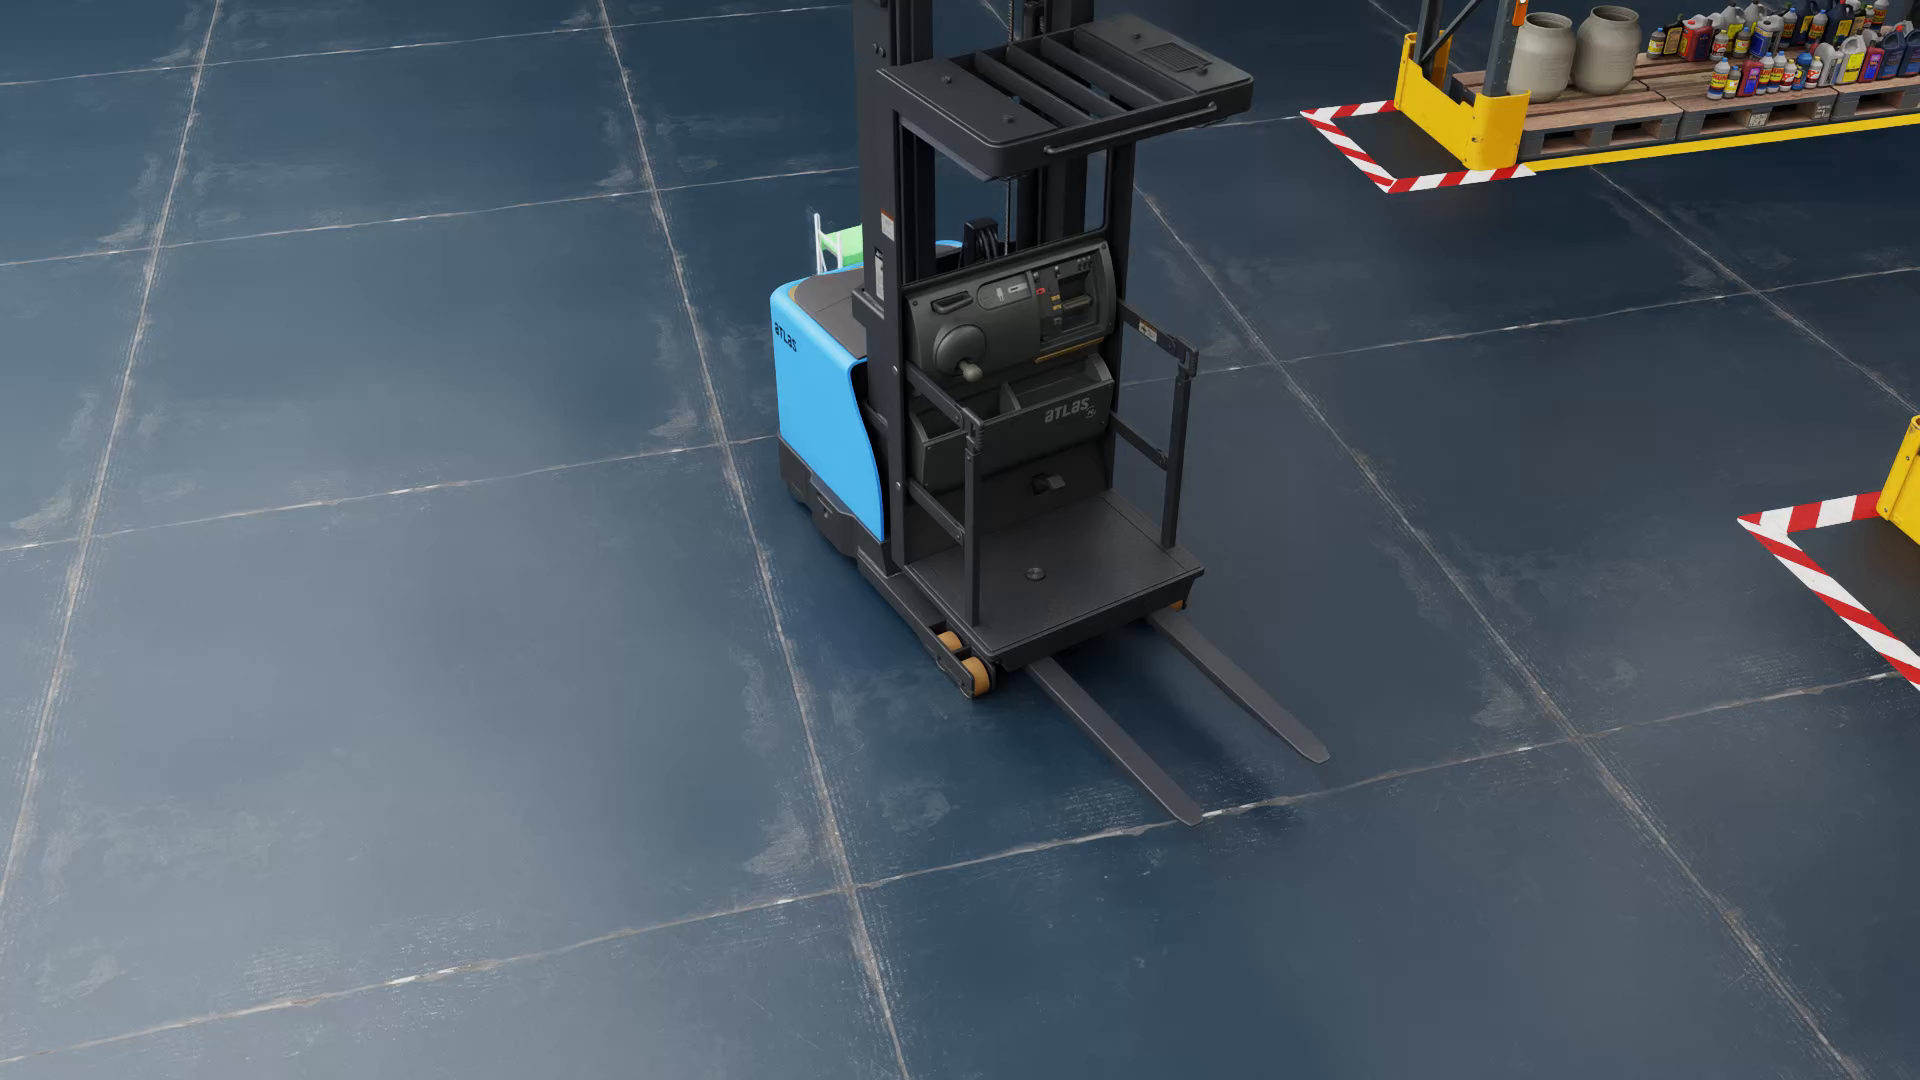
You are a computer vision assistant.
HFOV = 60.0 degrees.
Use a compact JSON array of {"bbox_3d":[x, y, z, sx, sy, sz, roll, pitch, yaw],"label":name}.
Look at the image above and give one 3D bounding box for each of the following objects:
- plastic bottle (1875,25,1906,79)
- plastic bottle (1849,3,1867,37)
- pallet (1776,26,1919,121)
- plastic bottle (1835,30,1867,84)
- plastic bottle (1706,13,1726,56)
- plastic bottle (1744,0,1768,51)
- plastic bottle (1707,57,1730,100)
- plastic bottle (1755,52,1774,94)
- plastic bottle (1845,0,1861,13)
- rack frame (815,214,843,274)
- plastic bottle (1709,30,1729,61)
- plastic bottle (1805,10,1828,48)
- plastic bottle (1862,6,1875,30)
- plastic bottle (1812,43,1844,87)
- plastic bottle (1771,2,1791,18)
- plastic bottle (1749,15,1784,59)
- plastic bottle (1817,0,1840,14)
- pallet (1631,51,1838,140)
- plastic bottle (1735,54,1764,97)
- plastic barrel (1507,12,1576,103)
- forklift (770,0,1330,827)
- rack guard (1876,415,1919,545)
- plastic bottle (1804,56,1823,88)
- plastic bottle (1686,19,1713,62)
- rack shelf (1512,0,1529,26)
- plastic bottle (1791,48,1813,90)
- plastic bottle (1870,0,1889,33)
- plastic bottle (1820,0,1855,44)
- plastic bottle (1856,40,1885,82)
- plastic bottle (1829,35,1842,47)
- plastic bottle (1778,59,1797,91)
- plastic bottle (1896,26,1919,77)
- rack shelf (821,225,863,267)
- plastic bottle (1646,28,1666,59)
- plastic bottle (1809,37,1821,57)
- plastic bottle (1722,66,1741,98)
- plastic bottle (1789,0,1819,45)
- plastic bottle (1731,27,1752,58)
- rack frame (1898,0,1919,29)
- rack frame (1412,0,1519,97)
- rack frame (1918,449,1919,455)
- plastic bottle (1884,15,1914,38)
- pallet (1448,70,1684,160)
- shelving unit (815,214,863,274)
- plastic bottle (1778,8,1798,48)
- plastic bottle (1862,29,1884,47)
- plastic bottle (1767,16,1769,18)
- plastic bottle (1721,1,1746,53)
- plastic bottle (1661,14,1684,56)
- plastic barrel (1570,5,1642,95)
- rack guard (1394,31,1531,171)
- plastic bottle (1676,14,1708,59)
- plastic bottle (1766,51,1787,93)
[{"bbox_3d":[6.440,-3.389,11.530,0.185,0.351,0.144,-11,39,-14],"label":"plastic bottle"},{"bbox_3d":[6.474,-3.741,12.045,0.133,0.283,0.061,-9,38,-12],"label":"plastic bottle"},{"bbox_3d":[6.513,-3.379,11.993,1.213,0.211,1.003,-9,38,-12],"label":"pallet"},{"bbox_3d":[6.129,-3.338,11.463,0.185,0.351,0.144,-10,38,-12],"label":"plastic bottle"},{"bbox_3d":[5.354,-3.621,11.895,0.135,0.276,0.152,-10,39,-13],"label":"plastic bottle"},{"bbox_3d":[5.692,-3.709,11.948,0.185,0.351,0.144,-10,38,-12],"label":"plastic bottle"},{"bbox_3d":[5.142,-3.130,11.257,0.097,0.271,0.097,0,37,0],"label":"plastic bottle"},{"bbox_3d":[5.473,-3.184,11.328,0.097,0.271,0.097,0,37,0],"label":"plastic bottle"},{"bbox_3d":[6.445,-3.801,12.129,0.135,0.276,0.152,-8,38,-10],"label":"plastic bottle"},{"bbox_3d":[-0.610,-0.985,8.050,0.015,1.200,0.240,-20,42,-25],"label":"rack frame"},{"bbox_3d":[5.404,-3.522,11.826,0.097,0.201,0.097,0,37,0],"label":"plastic bottle"},{"bbox_3d":[6.176,-3.681,11.977,0.097,0.271,0.097,0,37,0],"label":"plastic bottle"},{"bbox_3d":[6.652,-3.822,12.219,0.097,0.201,0.097,0,37,0],"label":"plastic bottle"},{"bbox_3d":[5.971,-3.285,11.455,0.135,0.276,0.152,-9,38,-11],"label":"plastic bottle"},{"bbox_3d":[5.932,-3.748,12.054,0.133,0.283,0.061,-8,38,-10],"label":"plastic bottle"},{"bbox_3d":[5.755,-3.597,11.862,0.135,0.276,0.152,-9,38,-12],"label":"plastic bottle"},{"bbox_3d":[6.285,-3.806,12.075,0.185,0.351,0.144,-8,38,-11],"label":"plastic bottle"},{"bbox_3d":[5.333,-3.183,11.738,1.213,0.211,1.003,-9,38,-12],"label":"pallet"},{"bbox_3d":[5.365,-3.160,11.286,0.133,0.283,0.061,-9,38,-11],"label":"plastic bottle"},{"bbox_3d":[3.926,-3.262,11.248,0.421,0.512,0.421,0,37,0],"label":"plastic barrel"},{"bbox_3d":[0.330,-0.838,6.433,1.130,2.935,3.031,-20,42,-25],"label":"forklift"},{"bbox_3d":[4.675,-0.049,7.402,0.348,0.500,1.175,-9,38,-12],"label":"rack guard"},{"bbox_3d":[5.864,-3.221,11.433,0.097,0.201,0.097,0,37,0],"label":"plastic bottle"},{"bbox_3d":[5.248,-3.540,11.783,0.133,0.283,0.061,-9,38,-12],"label":"plastic bottle"},{"bbox_3d":[5.241,-3.966,11.057,4.000,0.370,1.077,-9,38,-12],"label":"rack shelf"},{"bbox_3d":[5.765,-3.232,11.390,0.097,0.271,0.097,0,37,0],"label":"plastic bottle"},{"bbox_3d":[6.750,-3.866,12.219,0.097,0.271,0.097,0,37,0],"label":"plastic bottle"},{"bbox_3d":[6.322,-3.722,11.965,0.185,0.351,0.144,-9,38,-12],"label":"plastic bottle"},{"bbox_3d":[6.294,-3.312,11.485,0.133,0.283,0.061,-7,38,-9],"label":"plastic bottle"},{"bbox_3d":[6.077,-3.368,11.557,0.133,0.283,0.061,-9,38,-12],"label":"plastic bottle"},{"bbox_3d":[5.665,-3.188,11.390,0.097,0.201,0.097,0,37,0],"label":"plastic bottle"},{"bbox_3d":[6.626,-3.420,11.570,0.185,0.351,0.144,-10,39,-13],"label":"plastic bottle"},{"bbox_3d":[-0.402,-1.393,7.899,0.480,0.148,0.258,-20,42,-25],"label":"rack shelf"},{"bbox_3d":[4.969,-3.546,11.858,0.097,0.201,0.097,0,37,0],"label":"plastic bottle"},{"bbox_3d":[5.942,-3.350,11.535,0.133,0.283,0.061,-9,38,-12],"label":"plastic bottle"},{"bbox_3d":[5.242,-3.119,11.299,0.097,0.201,0.097,0,37,0],"label":"plastic bottle"},{"bbox_3d":[6.103,-3.777,12.036,0.185,0.351,0.144,-11,39,-14],"label":"plastic bottle"},{"bbox_3d":[5.586,-3.557,11.871,0.097,0.201,0.097,0,37,0],"label":"plastic bottle"},{"bbox_3d":[7.172,-4.568,11.253,0.127,3.000,1.000,-9,38,-12],"label":"rack frame"},{"bbox_3d":[3.311,-3.935,10.425,0.127,3.000,1.000,-9,38,-12],"label":"rack frame"},{"bbox_3d":[4.602,-1.029,6.627,0.127,3.000,1.000,-9,38,-12],"label":"rack frame"},{"bbox_3d":[6.588,-3.504,11.680,0.185,0.351,0.144,-9,38,-12],"label":"plastic bottle"},{"bbox_3d":[4.157,-2.992,11.488,1.213,0.211,1.003,-9,38,-12],"label":"pallet"},{"bbox_3d":[-0.402,-1.062,8.151,0.503,1.200,0.258,-20,42,-25],"label":"shelving unit"},{"bbox_3d":[5.970,-3.700,12.001,0.097,0.271,0.097,0,37,0],"label":"plastic bottle"},{"bbox_3d":[6.377,-3.443,11.661,0.135,0.276,0.152,-9,38,-12],"label":"plastic bottle"},{"bbox_3d":[5.823,-3.686,12.041,0.097,0.201,0.097,0,37,0],"label":"plastic bottle"},{"bbox_3d":[5.513,-3.680,11.910,0.185,0.351,0.144,-8,38,-10],"label":"plastic bottle"},{"bbox_3d":[5.077,-3.608,11.871,0.133,0.283,0.061,-8,38,-11],"label":"plastic bottle"},{"bbox_3d":[4.410,-3.342,11.352,0.421,0.512,0.421,0,37,0],"label":"plastic barrel"},{"bbox_3d":[3.372,-2.981,11.236,0.348,0.500,1.175,-9,38,-12],"label":"rack guard"},{"bbox_3d":[5.220,-3.599,11.866,0.135,0.276,0.152,-9,38,-12],"label":"plastic bottle"},{"bbox_3d":[5.570,-3.200,11.348,0.097,0.271,0.097,0,37,0],"label":"plastic bottle"}]
